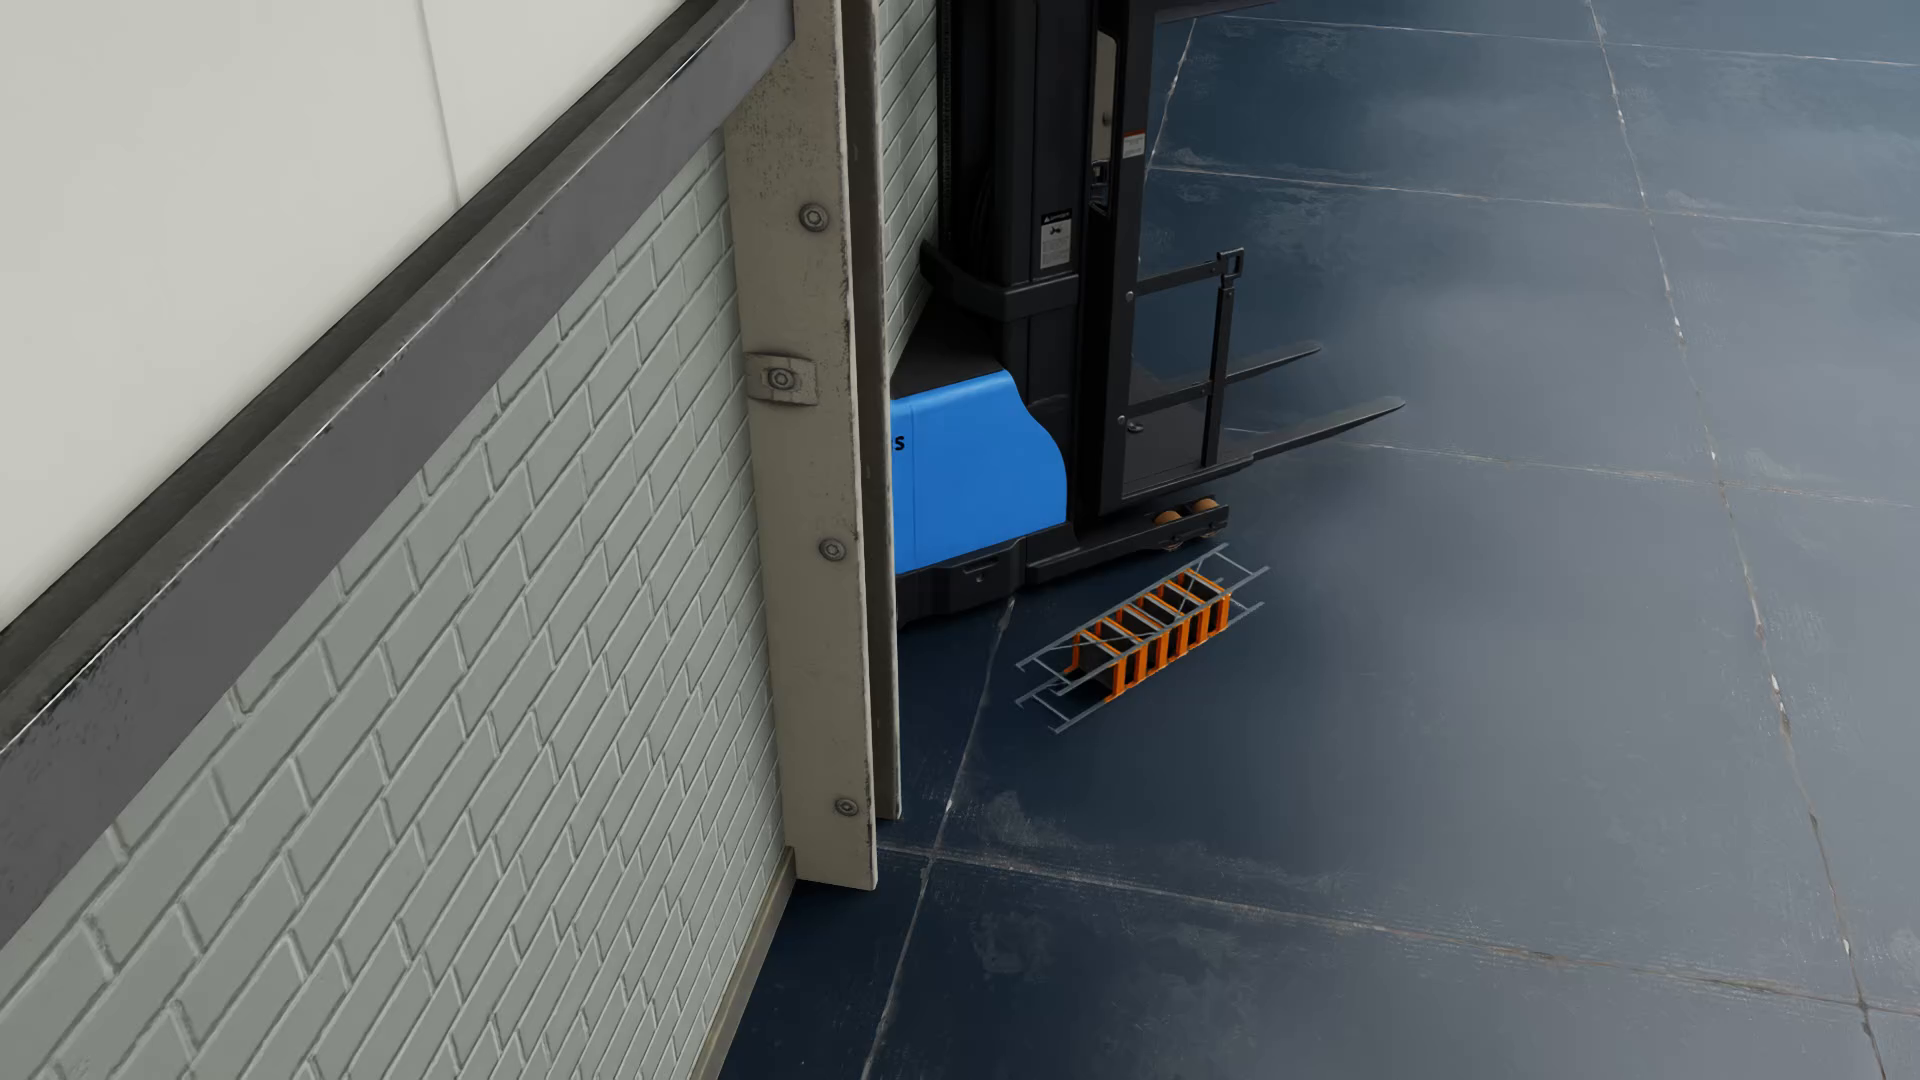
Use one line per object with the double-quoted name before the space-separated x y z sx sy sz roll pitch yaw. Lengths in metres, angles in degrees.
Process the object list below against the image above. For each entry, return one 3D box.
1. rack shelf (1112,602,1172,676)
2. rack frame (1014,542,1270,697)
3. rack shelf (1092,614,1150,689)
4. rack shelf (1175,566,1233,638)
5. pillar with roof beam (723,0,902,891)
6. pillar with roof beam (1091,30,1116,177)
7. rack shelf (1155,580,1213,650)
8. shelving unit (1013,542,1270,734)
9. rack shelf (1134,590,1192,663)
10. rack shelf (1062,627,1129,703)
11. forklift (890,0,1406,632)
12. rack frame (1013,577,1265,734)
"rack shelf" 0.700 0.385 6.551 0.103 0.180 0.258 -27 44 -33
"rack frame" 0.734 0.294 6.521 1.200 0.006 0.240 -27 44 -33
"rack shelf" 0.610 0.432 6.486 0.103 0.180 0.258 -27 44 -33
"rack shelf" 0.969 0.247 6.746 0.103 0.180 0.258 -27 44 -33
"pillar with roof beam" 3.806 -2.052 2.413 9.100 9.000 0.400 7 37 10
"pillar with roof beam" 5.088 -5.492 7.159 9.100 9.000 0.400 7 37 10
"rack shelf" 0.880 0.293 6.681 0.103 0.180 0.258 -27 44 -33
"shelving unit" 0.733 0.368 6.575 1.200 0.189 0.258 -27 44 -33
"rack shelf" 0.790 0.339 6.616 0.103 0.180 0.258 -27 44 -33
"rack shelf" 0.521 0.478 6.421 0.103 0.180 0.258 -27 44 -33
"forklift" 0.591 -1.399 6.683 3.031 2.935 1.130 -17 39 -23
"rack frame" 0.733 0.443 6.628 1.200 0.006 0.240 -27 44 -33
